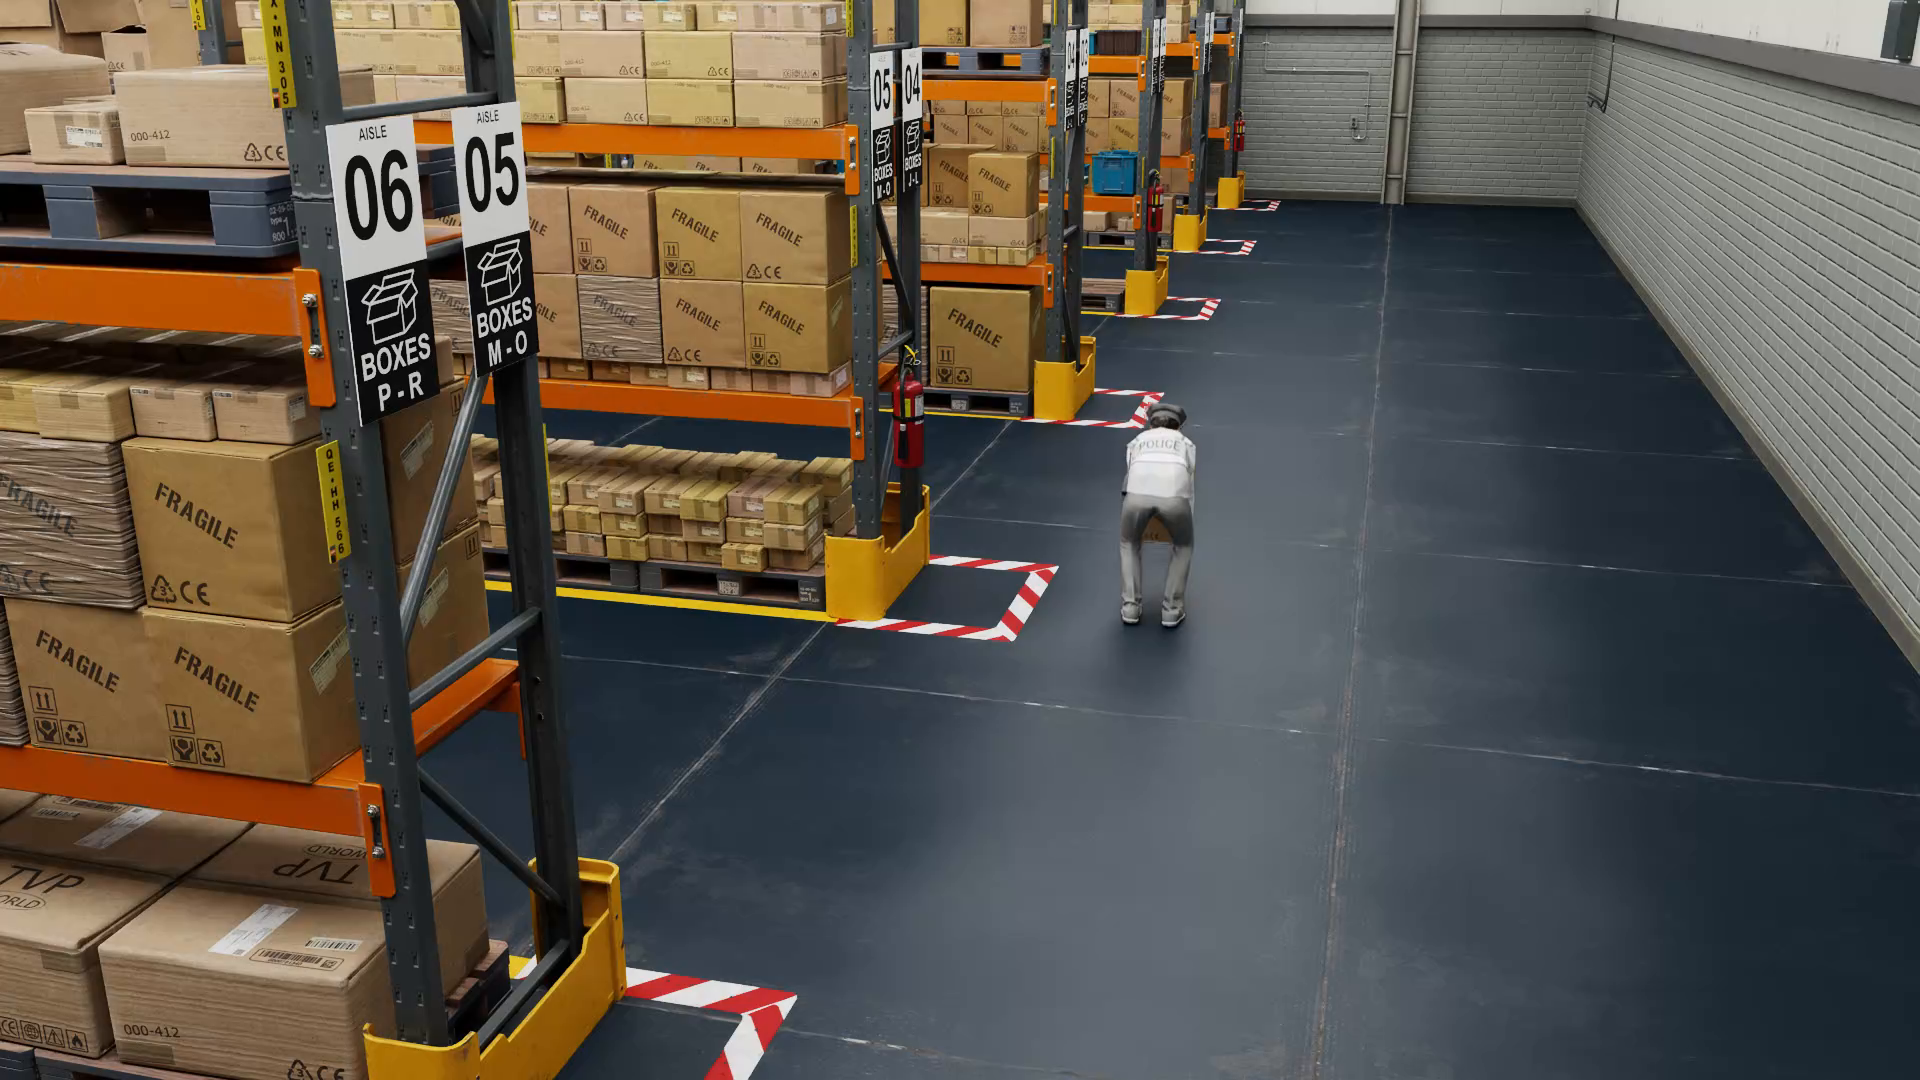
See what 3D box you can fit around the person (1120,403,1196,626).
[{"bbox_3d":[1.175,-0.158,9.787,0.433,1.192,0.908,4,19,11],"label":"person"}]
